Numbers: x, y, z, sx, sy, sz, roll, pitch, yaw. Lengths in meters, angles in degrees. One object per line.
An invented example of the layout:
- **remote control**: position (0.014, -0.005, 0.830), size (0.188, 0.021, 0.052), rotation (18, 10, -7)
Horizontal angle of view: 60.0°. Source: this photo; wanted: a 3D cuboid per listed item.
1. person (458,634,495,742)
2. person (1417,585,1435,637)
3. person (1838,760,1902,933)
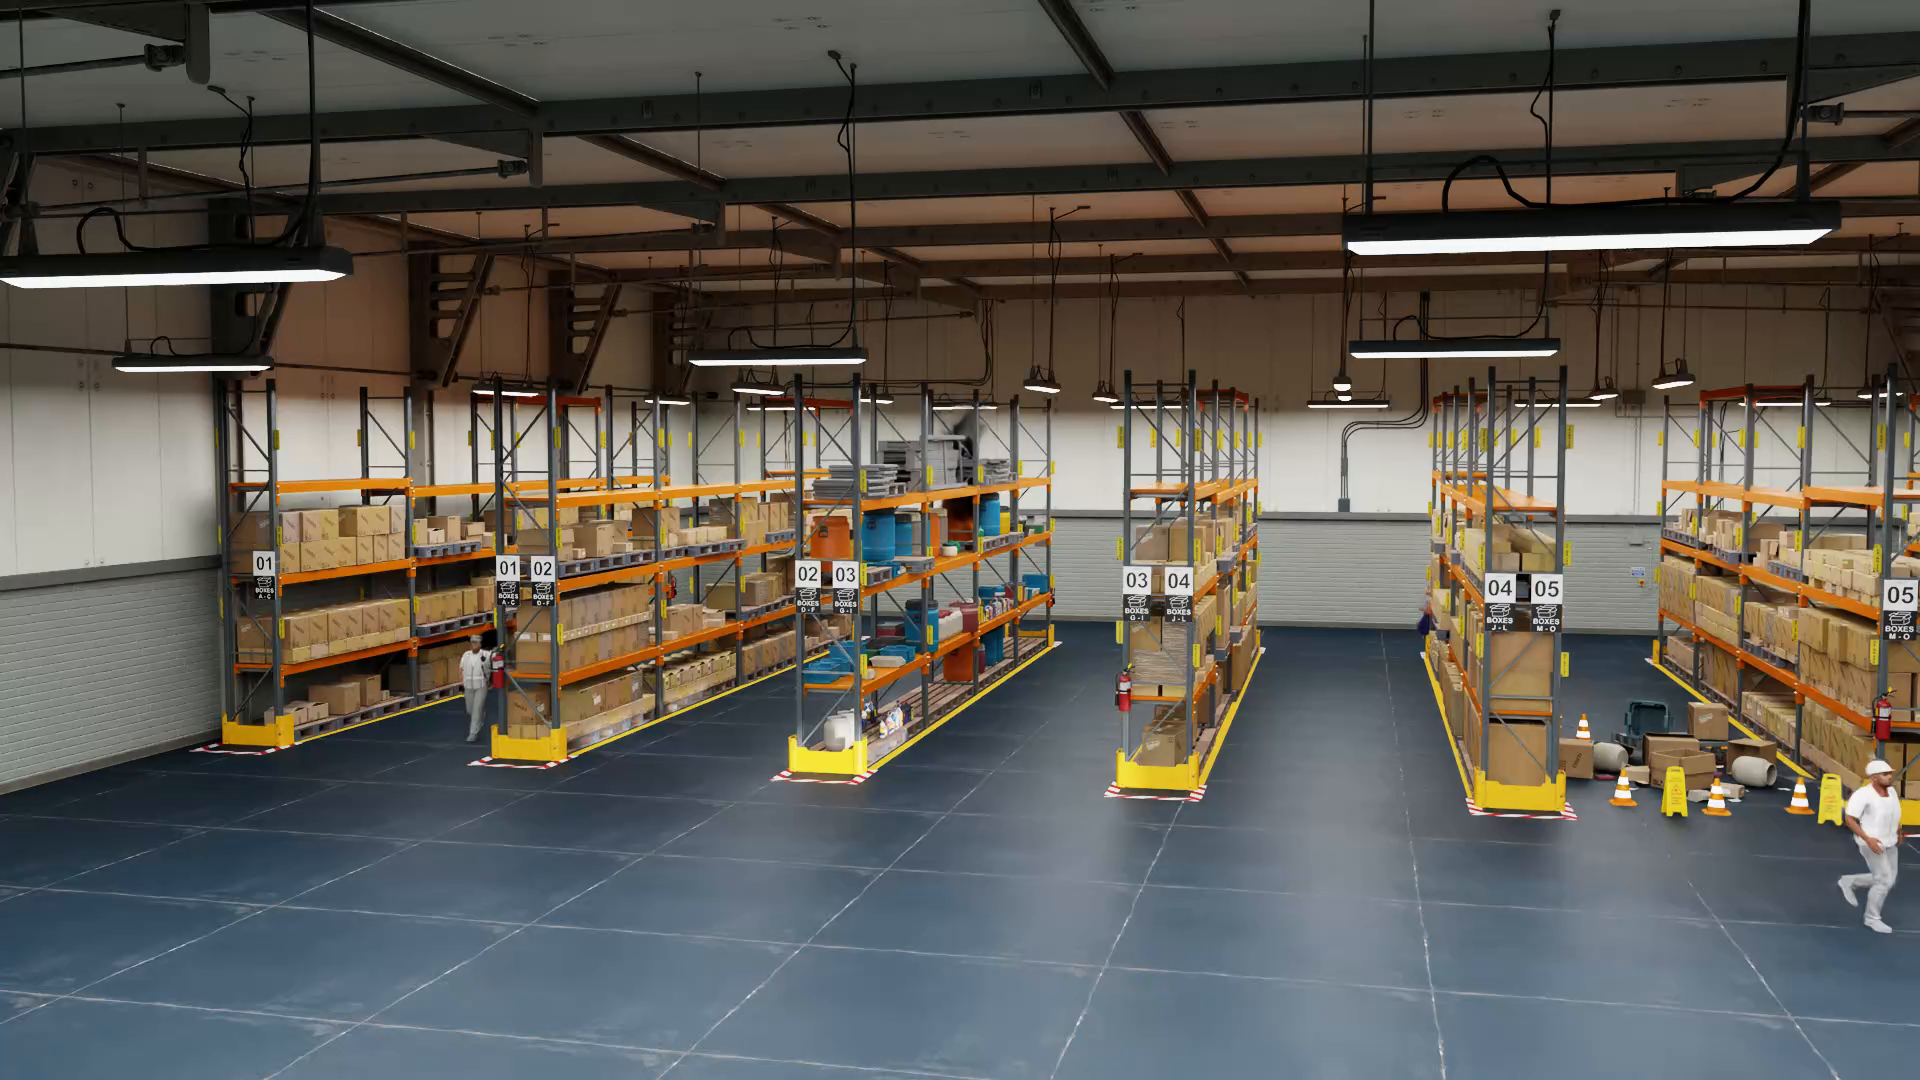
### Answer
- **person**: position (-8.096, 2.451, 27.881), size (0.678, 1.743, 0.992), rotation (0, 3, 6)
- **person**: position (11.210, 1.836, 39.661), size (0.549, 1.557, 0.730), rotation (0, 3, 7)
- **person**: position (9.378, 3.077, 17.136), size (0.704, 1.675, 0.610), rotation (-2, 4, -25)
